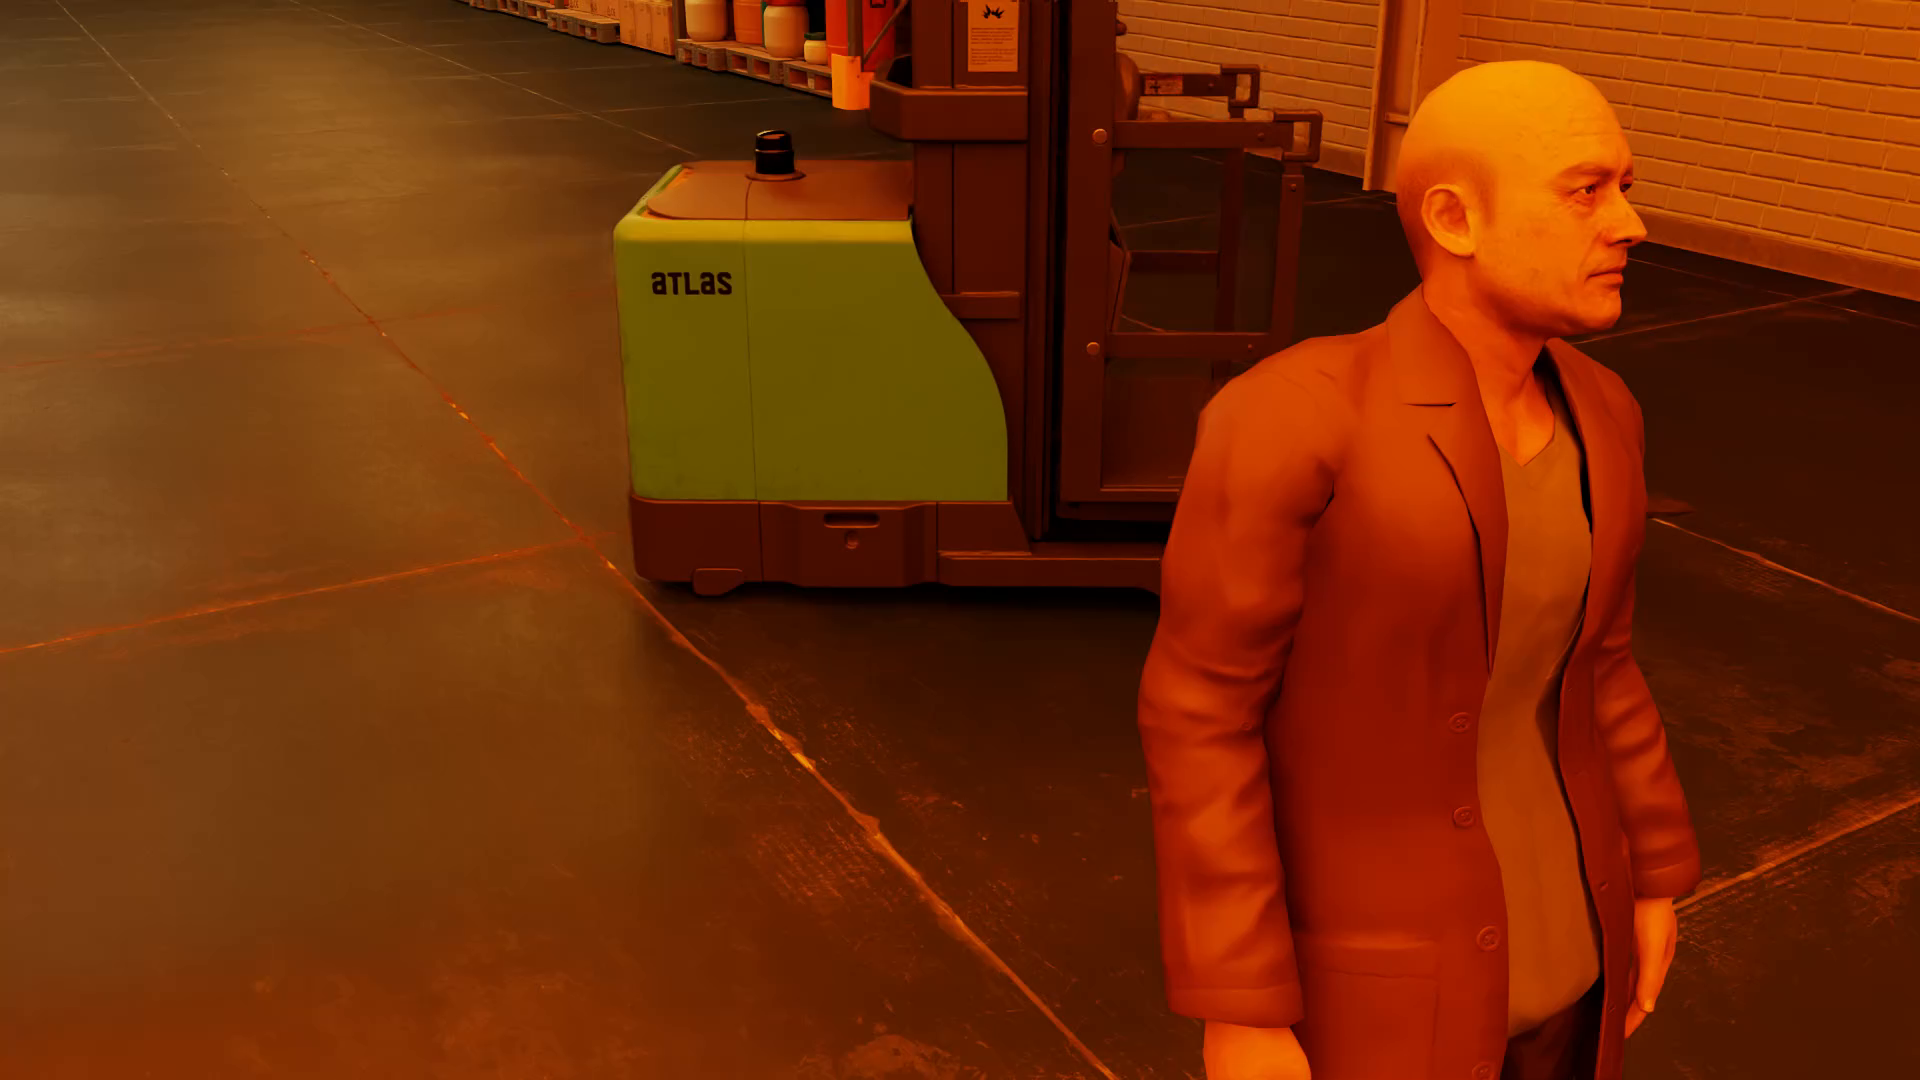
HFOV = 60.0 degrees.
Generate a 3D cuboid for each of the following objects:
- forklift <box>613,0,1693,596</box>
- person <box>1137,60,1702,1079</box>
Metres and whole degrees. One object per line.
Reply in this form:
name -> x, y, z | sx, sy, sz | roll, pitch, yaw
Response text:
forklift -> 0.588, -1.366, 4.603 | 3.031, 2.935, 1.130 | 0, 22, 0
person -> 0.539, 0.459, 1.655 | 0.695, 1.776, 0.582 | -13, 26, -28
